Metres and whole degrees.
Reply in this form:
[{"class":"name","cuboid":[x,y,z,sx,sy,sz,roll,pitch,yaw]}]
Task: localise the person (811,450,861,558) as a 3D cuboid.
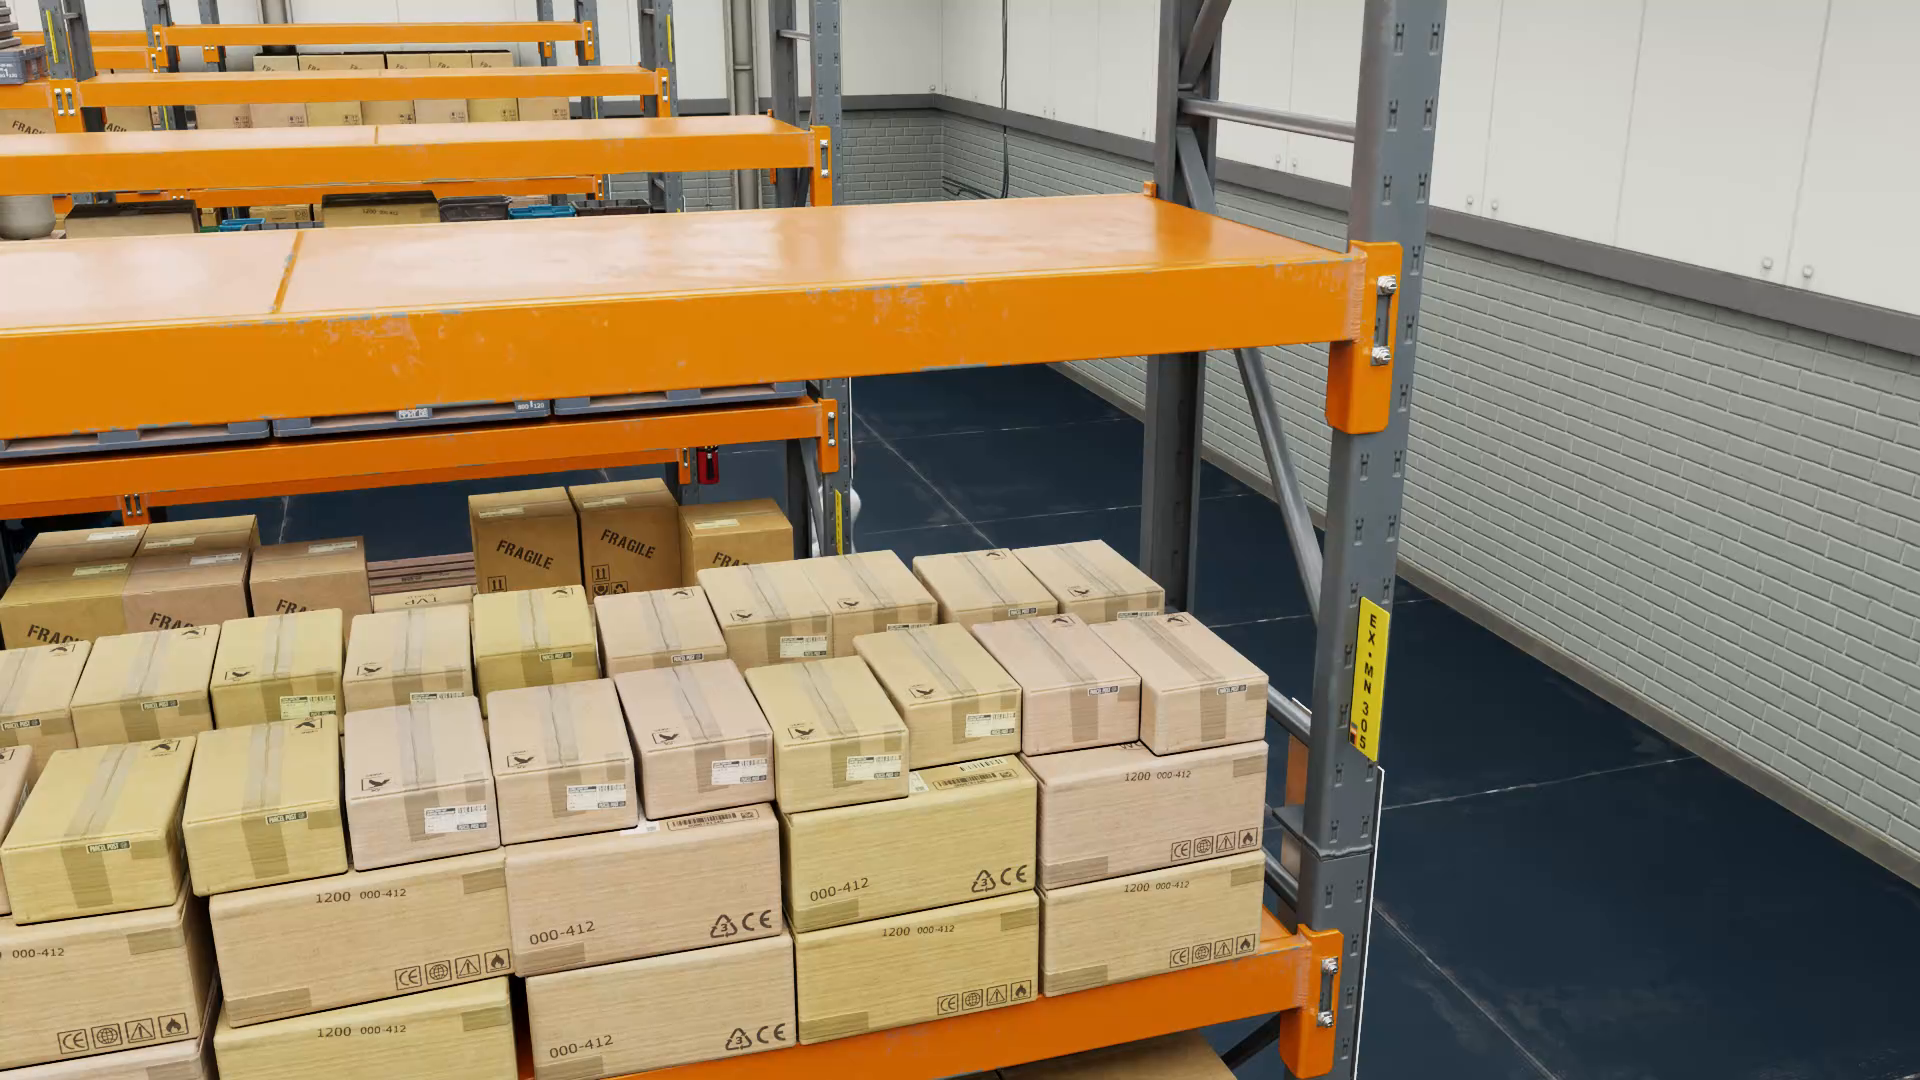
[{"class":"person","cuboid":[-0.971,0.222,11.451,0.563,1.769,0.530,-6,20,-17]}]
